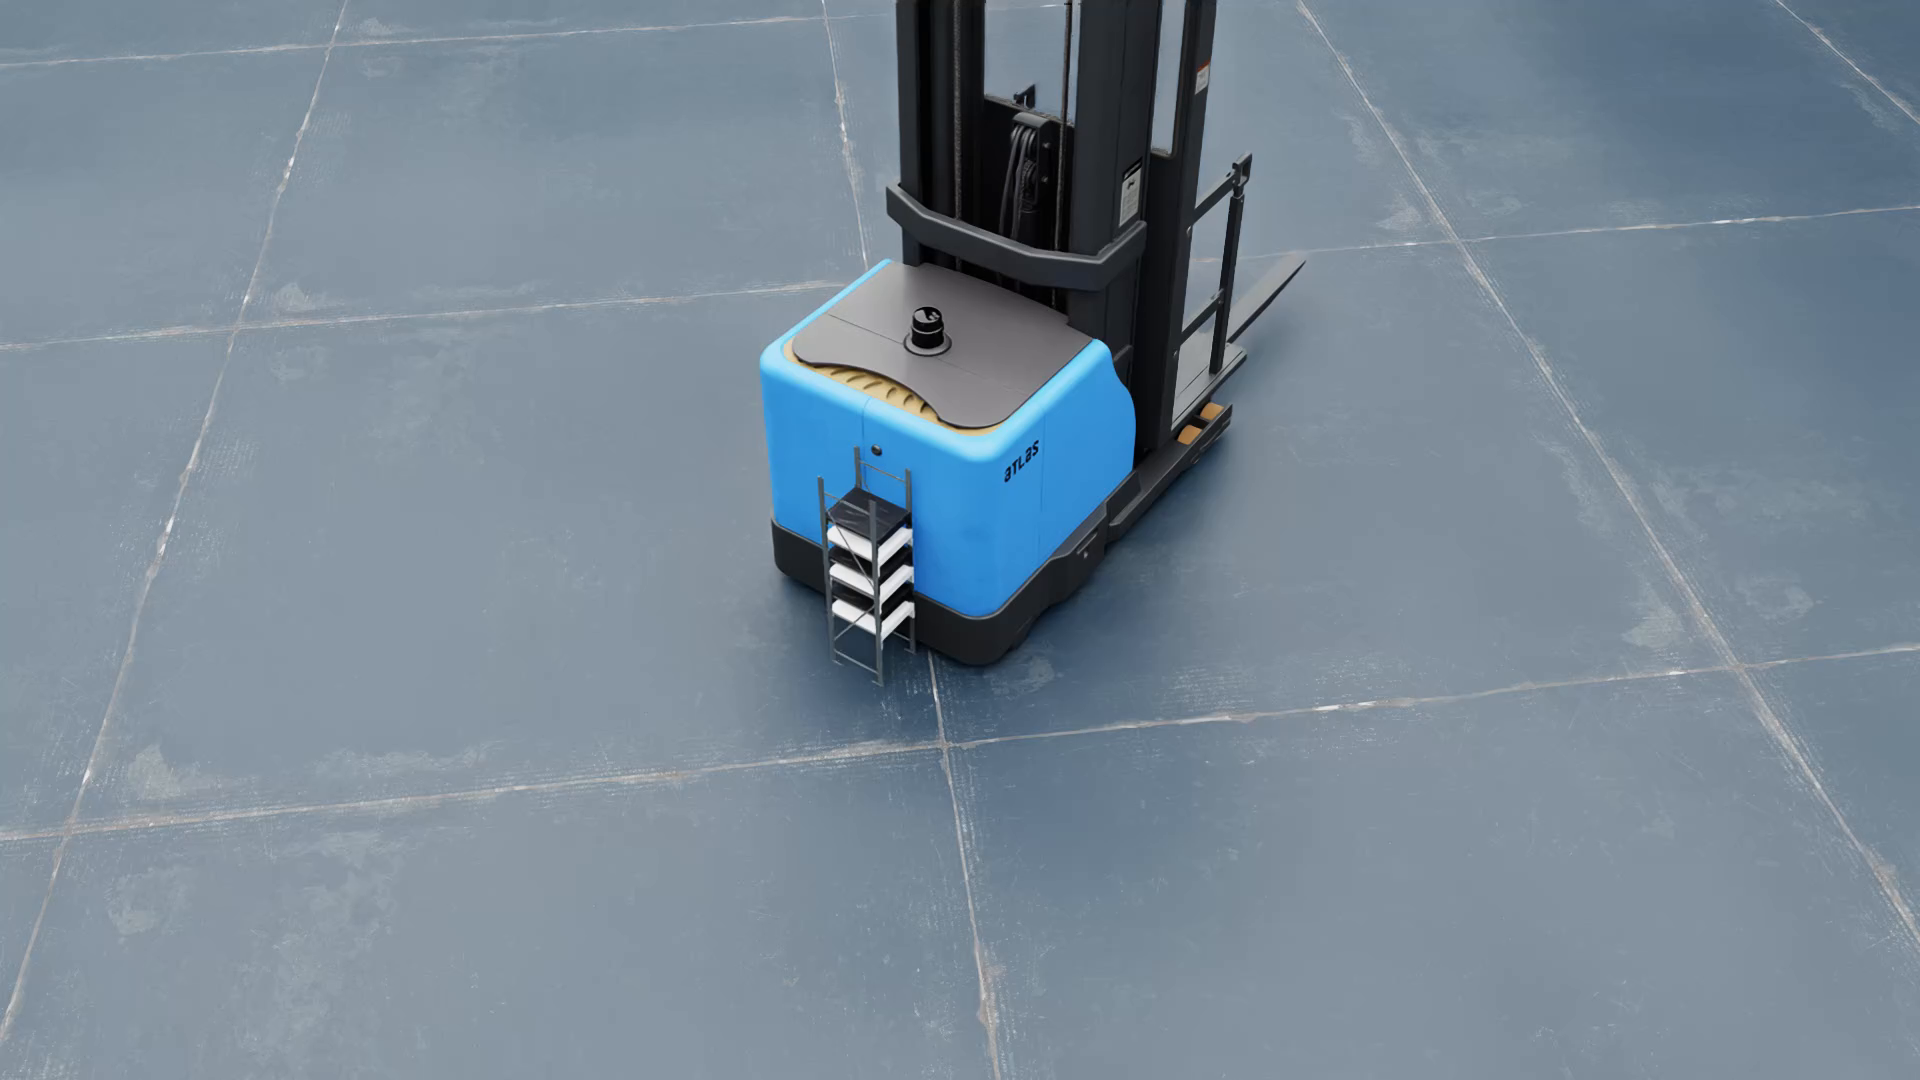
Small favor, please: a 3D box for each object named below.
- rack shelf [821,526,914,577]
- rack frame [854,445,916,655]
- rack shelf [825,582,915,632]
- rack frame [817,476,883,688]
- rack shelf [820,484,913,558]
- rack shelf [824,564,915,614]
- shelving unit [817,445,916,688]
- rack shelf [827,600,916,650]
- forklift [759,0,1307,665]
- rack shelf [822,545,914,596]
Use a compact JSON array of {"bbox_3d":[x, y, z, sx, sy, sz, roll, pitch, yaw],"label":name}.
[{"bbox_3d":[-0.326,-0.001,5.860,0.258,0.077,0.200,25,48,25],"label":"rack shelf"},{"bbox_3d":[-0.268,0.052,6.020,0.240,0.900,0.006,25,48,25],"label":"rack frame"},{"bbox_3d":[-0.326,0.200,6.041,0.258,0.077,0.200,25,48,25],"label":"rack shelf"},{"bbox_3d":[-0.384,0.164,5.896,0.240,0.900,0.006,25,48,25],"label":"rack frame"},{"bbox_3d":[-0.326,-0.068,5.800,0.258,0.077,0.200,25,48,25],"label":"rack shelf"},{"bbox_3d":[-0.326,0.133,5.980,0.258,0.077,0.200,25,48,25],"label":"rack shelf"},{"bbox_3d":[-0.326,0.108,5.958,0.258,0.900,0.210,25,48,25],"label":"shelving unit"},{"bbox_3d":[-0.326,0.267,6.101,0.258,0.077,0.200,25,48,25],"label":"rack shelf"},{"bbox_3d":[0.521,-1.578,6.311,1.130,2.935,3.031,25,48,25],"label":"forklift"},{"bbox_3d":[-0.326,0.066,5.920,0.258,0.077,0.200,25,48,25],"label":"rack shelf"}]
